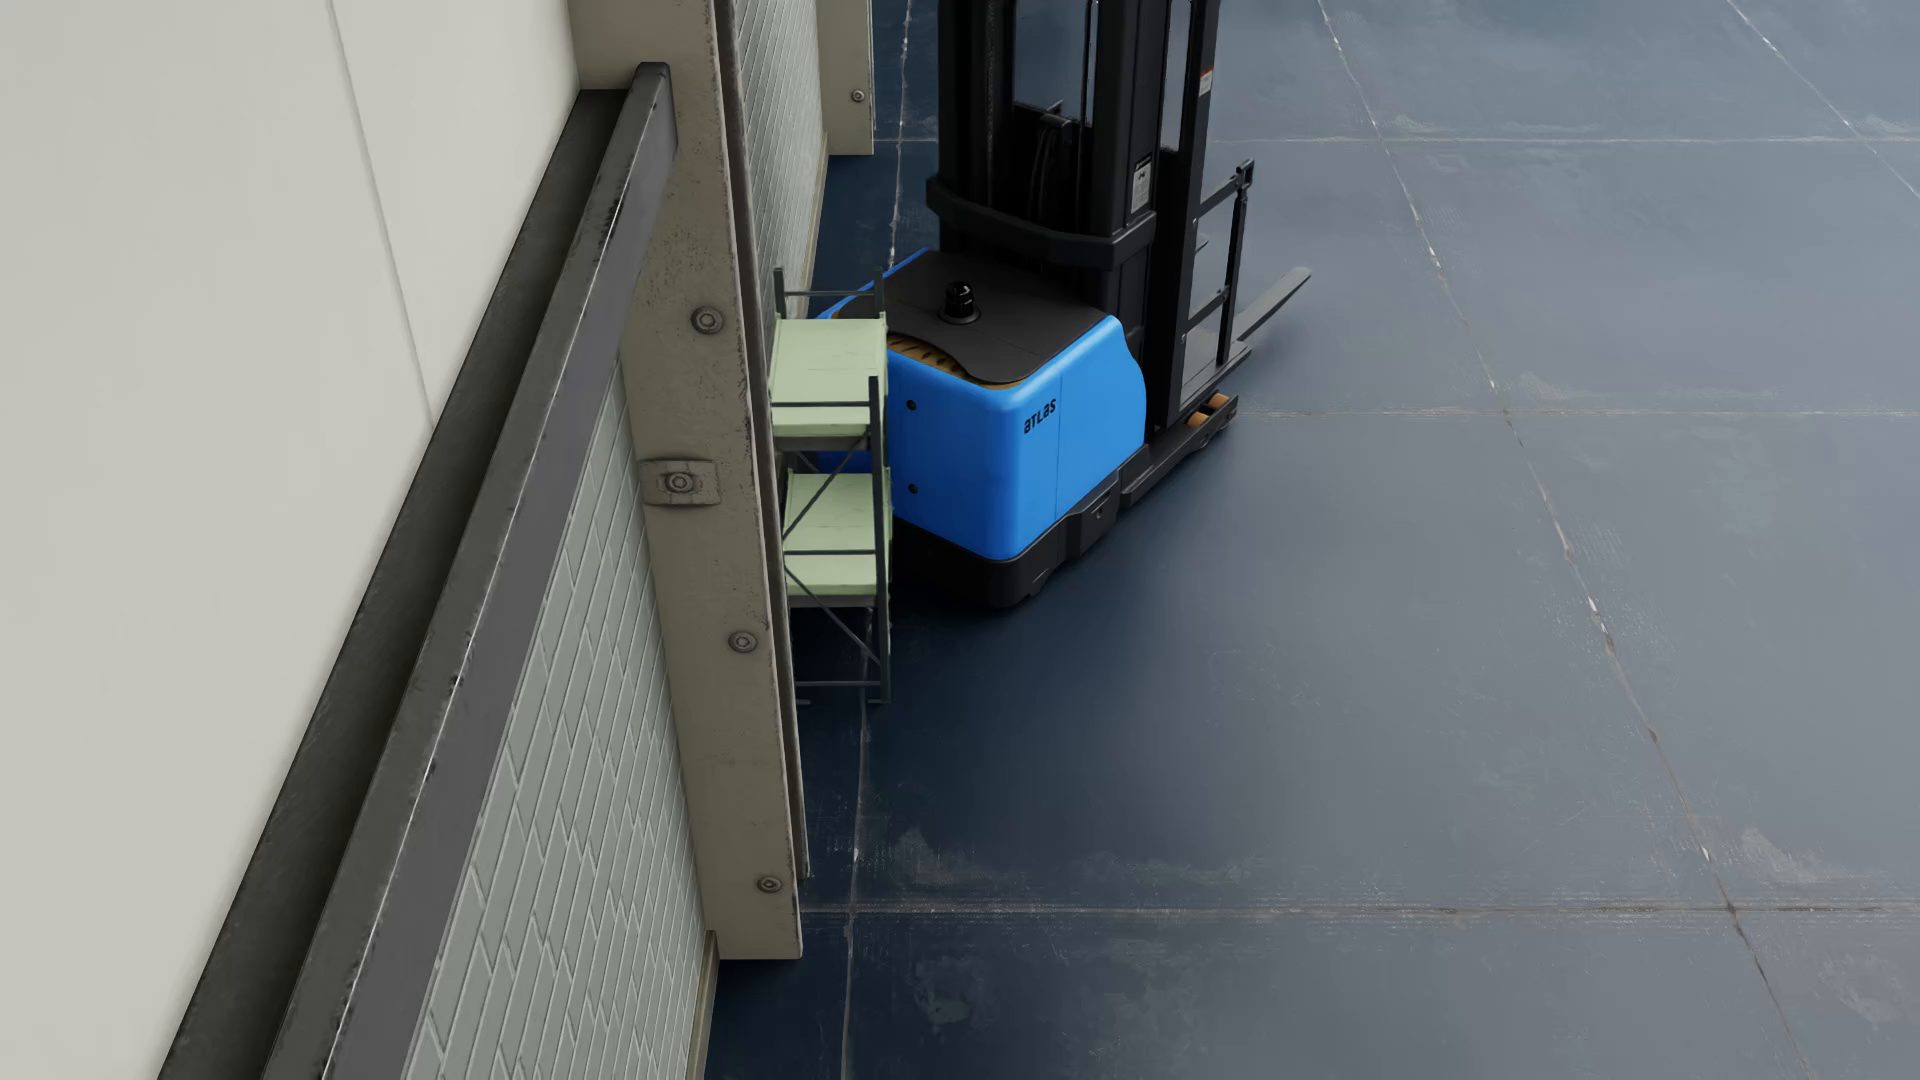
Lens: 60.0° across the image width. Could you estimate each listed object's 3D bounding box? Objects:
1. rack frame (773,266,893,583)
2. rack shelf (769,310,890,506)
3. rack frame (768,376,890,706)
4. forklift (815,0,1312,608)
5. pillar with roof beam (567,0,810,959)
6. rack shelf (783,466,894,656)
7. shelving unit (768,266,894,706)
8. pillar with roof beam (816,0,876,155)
[{"bbox_3d":[-0.484,-0.410,6.562,0.400,1.500,0.023,-1,39,-1],"label":"rack frame"},{"bbox_3d":[-0.477,-0.485,6.032,0.431,0.370,0.720,-1,39,-1],"label":"rack shelf"},{"bbox_3d":[-0.470,0.048,5.991,0.400,1.500,0.023,-1,39,-1],"label":"rack frame"},{"bbox_3d":[0.661,-1.739,7.076,1.130,2.935,3.031,25,45,28],"label":"forklift"},{"bbox_3d":[3.624,-2.249,2.861,9.100,9.000,0.400,0,39,0],"label":"pillar with roof beam"},{"bbox_3d":[-0.477,0.074,6.480,0.431,0.370,0.720,-1,39,-1],"label":"rack shelf"},{"bbox_3d":[-0.477,-0.181,6.276,0.431,1.500,0.755,-1,39,-1],"label":"shelving unit"},{"bbox_3d":[3.617,-6.002,7.543,9.100,9.000,0.400,0,39,0],"label":"pillar with roof beam"}]
